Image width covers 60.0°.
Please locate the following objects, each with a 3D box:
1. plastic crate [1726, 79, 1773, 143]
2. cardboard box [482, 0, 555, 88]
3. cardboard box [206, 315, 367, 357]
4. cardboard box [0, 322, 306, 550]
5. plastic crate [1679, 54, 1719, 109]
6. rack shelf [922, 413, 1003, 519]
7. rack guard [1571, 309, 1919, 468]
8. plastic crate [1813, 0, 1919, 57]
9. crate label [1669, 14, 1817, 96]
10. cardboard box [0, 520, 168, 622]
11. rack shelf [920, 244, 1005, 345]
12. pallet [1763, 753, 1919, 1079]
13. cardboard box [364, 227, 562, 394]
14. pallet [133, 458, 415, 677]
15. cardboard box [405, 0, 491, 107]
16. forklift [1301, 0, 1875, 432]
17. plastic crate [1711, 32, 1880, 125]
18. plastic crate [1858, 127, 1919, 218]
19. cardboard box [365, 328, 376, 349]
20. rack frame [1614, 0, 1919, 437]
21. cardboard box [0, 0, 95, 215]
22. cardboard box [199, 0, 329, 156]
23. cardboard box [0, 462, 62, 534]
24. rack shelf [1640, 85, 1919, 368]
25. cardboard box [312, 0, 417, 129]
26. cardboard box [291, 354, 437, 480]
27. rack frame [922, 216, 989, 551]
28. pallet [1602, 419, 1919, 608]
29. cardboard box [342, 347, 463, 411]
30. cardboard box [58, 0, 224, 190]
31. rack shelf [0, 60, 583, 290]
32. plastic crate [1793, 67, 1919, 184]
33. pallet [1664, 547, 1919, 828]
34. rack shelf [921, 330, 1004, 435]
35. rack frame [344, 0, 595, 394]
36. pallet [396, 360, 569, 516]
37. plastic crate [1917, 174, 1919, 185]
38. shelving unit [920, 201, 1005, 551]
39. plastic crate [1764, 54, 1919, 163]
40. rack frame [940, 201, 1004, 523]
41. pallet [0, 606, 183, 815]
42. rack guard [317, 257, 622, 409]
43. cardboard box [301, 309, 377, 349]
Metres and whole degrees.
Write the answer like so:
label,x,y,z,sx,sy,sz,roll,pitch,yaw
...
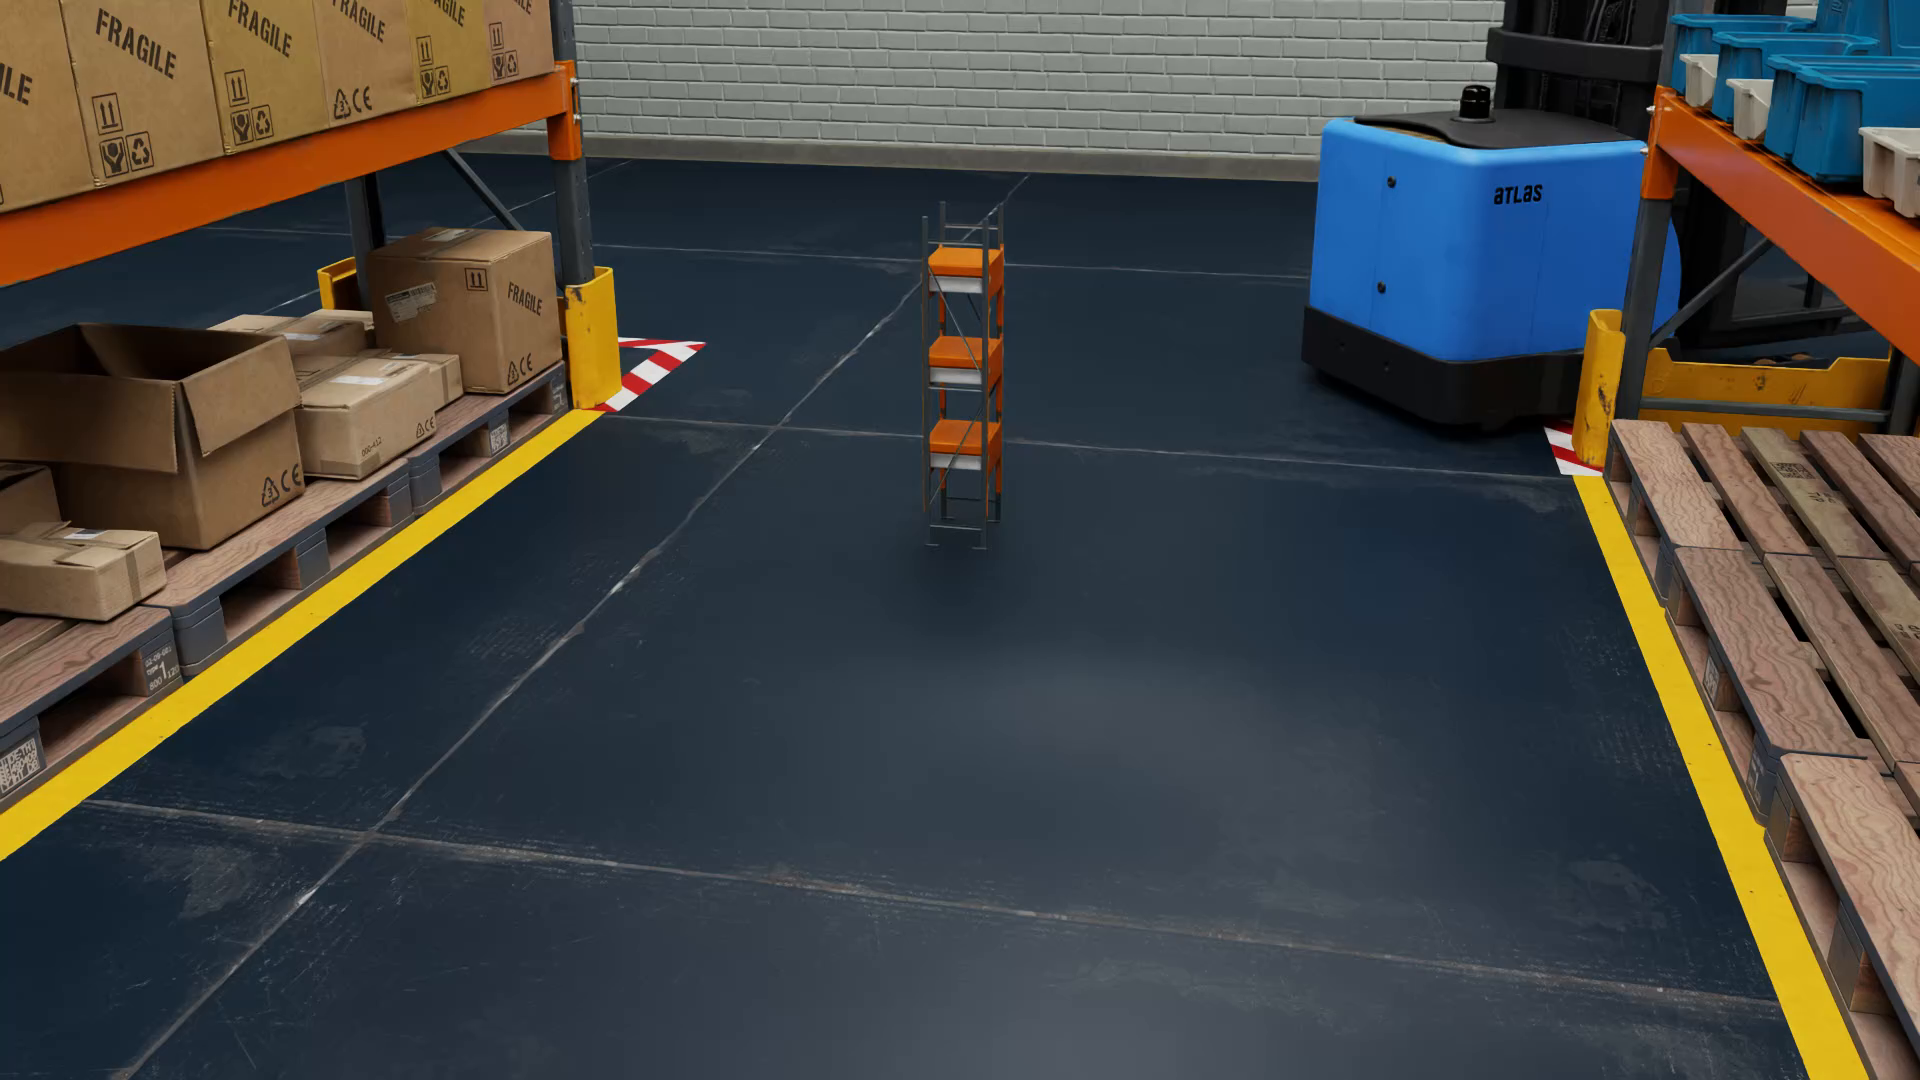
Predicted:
label,x,y,z,sx,sy,sz,roll,pitch,yaw
plastic crate,2.206,-1.148,4.461,0.250,0.136,0.298,4,22,11
cardboard box,-1.810,-1.908,5.941,0.500,0.500,0.500,5,23,13
cardboard box,-2.475,-0.614,5.955,0.500,0.250,0.500,4,22,11
cardboard box,-2.423,-0.316,4.877,0.797,0.503,0.637,4,22,11
plastic crate,2.344,-1.396,5.077,0.250,0.136,0.298,4,22,11
rack shelf,0.011,-0.239,5.314,0.215,0.259,0.240,4,22,11
rack guard,2.856,-0.517,5.968,1.175,0.500,0.348,4,22,11
plastic crate,2.978,-1.574,5.120,0.616,0.435,0.499,4,22,11
crate label,2.491,-1.552,5.335,0.416,0.233,0.303,4,22,11
cardboard box,-2.337,0.073,4.360,0.380,0.166,0.250,4,22,11
rack shelf,0.011,-0.760,5.104,0.215,0.259,0.240,4,22,11
pallet,2.159,0.818,3.041,1.003,0.211,1.213,4,22,11
cardboard box,-1.855,-0.873,6.262,0.500,0.500,0.500,4,22,11
pallet,-2.413,0.012,5.041,1.003,0.211,1.213,4,22,11
cardboard box,-1.912,-1.718,5.469,0.500,0.500,0.500,5,22,11
forklift,3.018,-2.102,6.650,3.031,2.935,1.130,-8,23,-20
plastic crate,2.357,-1.311,4.737,0.416,0.233,0.300,4,22,11
plastic crate,2.108,-0.769,3.521,0.293,0.136,0.466,4,22,11
cardboard box,-2.458,-0.717,6.323,0.380,0.166,0.250,4,22,11
rack frame,2.864,-1.667,5.477,1.000,3.000,0.127,4,22,11
cardboard box,-2.329,-0.982,3.644,0.500,0.500,0.500,5,22,12
cardboard box,-2.122,-1.351,4.560,0.500,0.500,0.500,4,22,10
cardboard box,-2.809,-0.044,4.458,0.500,0.311,0.500,4,22,11
rack shelf,2.455,-0.602,3.795,1.077,0.370,4.000,4,22,11
cardboard box,-2.019,-1.536,5.017,0.500,0.500,0.500,5,22,11
cardboard box,-2.078,-0.412,5.452,0.500,0.250,0.500,4,22,11
rack frame,-0.014,-0.462,5.095,0.200,1.050,0.008,4,22,11
pallet,2.657,-0.075,5.256,1.003,0.211,1.213,4,22,11
cardboard box,-2.025,-0.577,5.974,0.380,0.166,0.250,4,22,11
cardboard box,-2.225,-1.165,4.098,0.500,0.500,0.500,4,22,11
rack shelf,-2.393,-0.981,4.736,1.077,0.370,4.000,4,22,11
plastic crate,2.161,-0.960,3.867,0.416,0.233,0.300,4,22,11
pallet,2.406,0.370,4.152,1.003,0.211,1.213,4,22,11
rack shelf,0.011,-0.497,5.210,0.215,0.259,0.240,4,22,11
rack frame,-1.985,-2.046,6.418,1.000,3.000,0.127,4,22,11
pallet,-2.162,-0.433,6.146,1.003,0.211,1.213,4,22,11
plastic crate,2.013,-0.534,2.952,0.437,0.125,0.590,4,22,11
shelving unit,0.011,-0.507,5.206,0.215,1.050,0.252,4,22,11
plastic crate,2.222,-1.070,4.139,0.416,0.233,0.300,4,22,11
rack frame,0.036,-0.551,5.317,0.200,1.050,0.008,4,22,11
pallet,-2.660,0.460,3.930,1.003,0.211,1.213,4,22,11
rack guard,-2.000,-0.858,6.816,1.175,0.500,0.348,4,22,11
cardboard box,-2.407,-0.800,6.553,0.380,0.149,0.250,4,22,11
